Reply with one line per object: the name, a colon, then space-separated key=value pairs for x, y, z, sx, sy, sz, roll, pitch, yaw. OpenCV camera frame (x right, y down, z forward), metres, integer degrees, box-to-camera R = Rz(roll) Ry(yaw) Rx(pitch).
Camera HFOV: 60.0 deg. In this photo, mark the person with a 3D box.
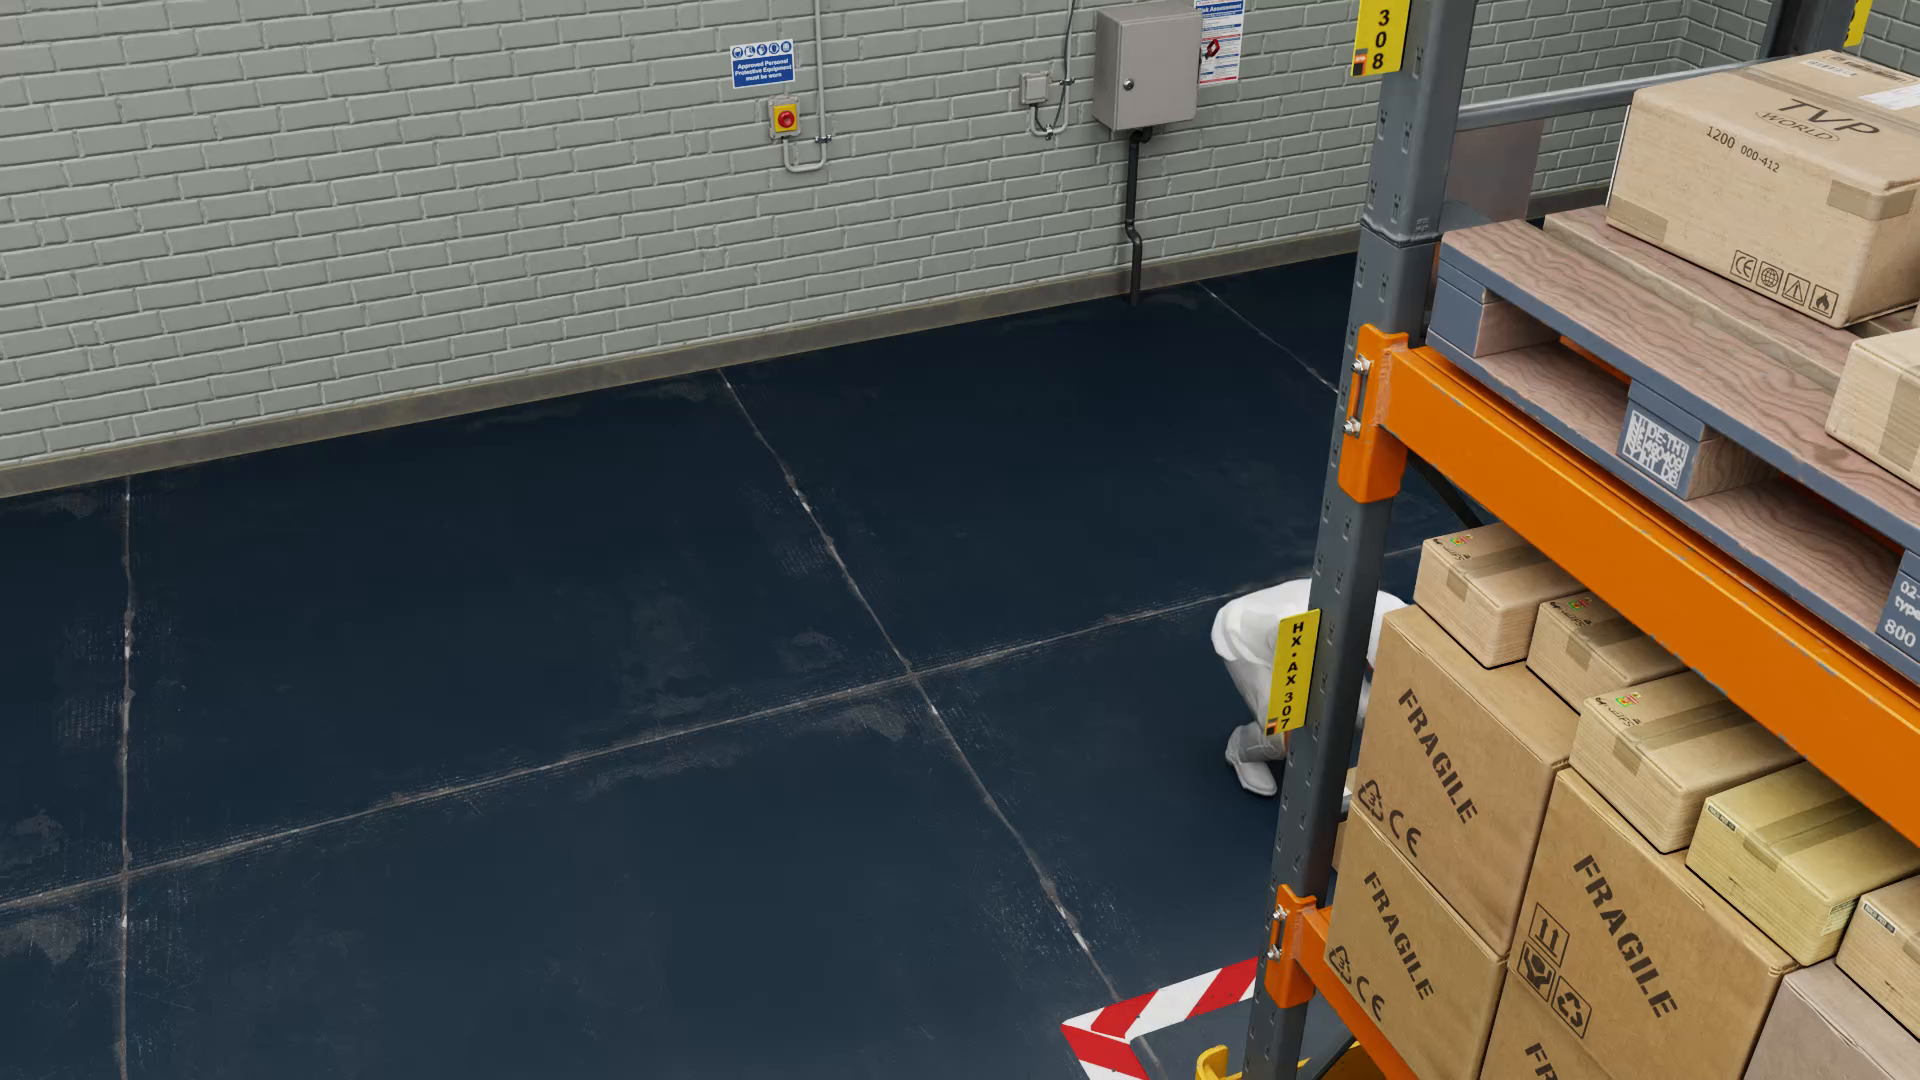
person: x=1.319 y=0.515 z=6.060 sx=0.580 sy=0.975 sz=0.893 roll=-13 pitch=35 yaw=-19
